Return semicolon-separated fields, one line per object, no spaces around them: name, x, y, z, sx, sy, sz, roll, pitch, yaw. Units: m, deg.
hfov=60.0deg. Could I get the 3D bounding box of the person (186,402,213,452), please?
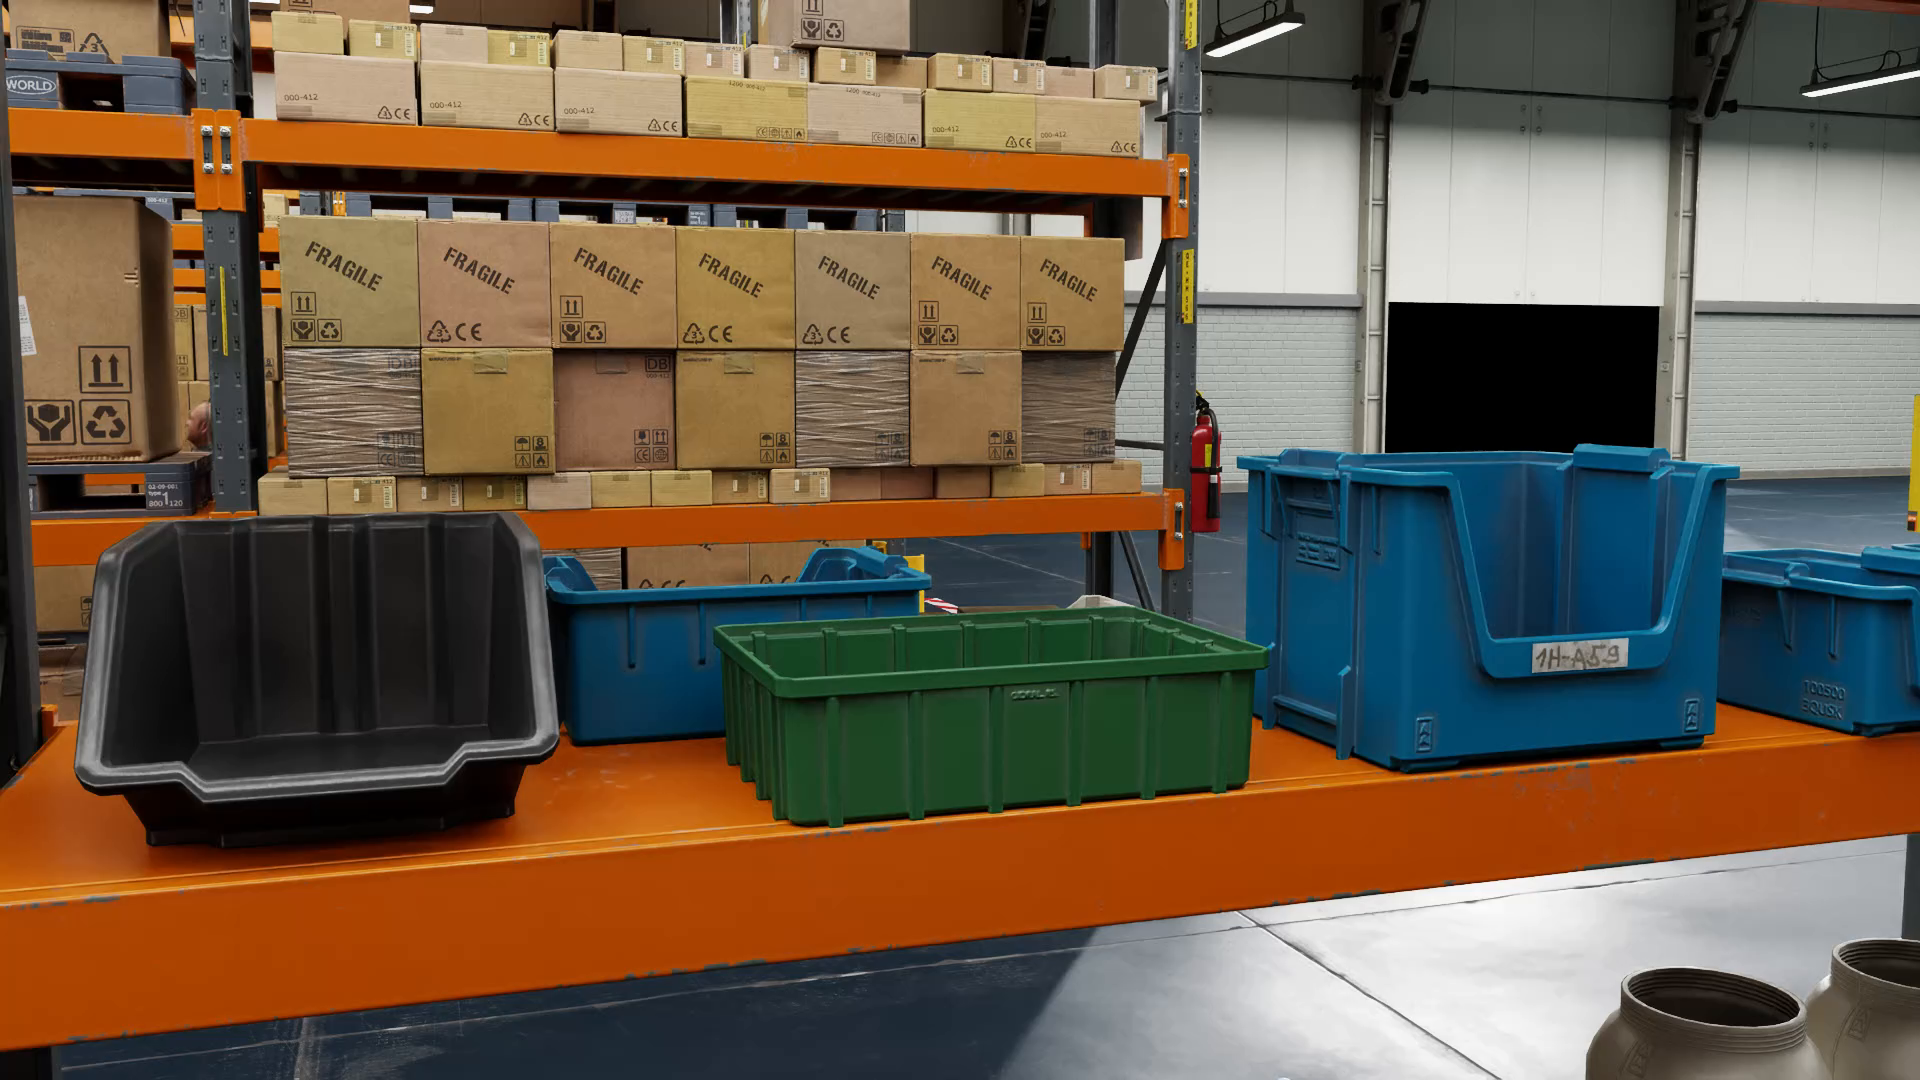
person;-4.057;0.107;8.903;1.000;1.680;0.538;-1;6;-15
